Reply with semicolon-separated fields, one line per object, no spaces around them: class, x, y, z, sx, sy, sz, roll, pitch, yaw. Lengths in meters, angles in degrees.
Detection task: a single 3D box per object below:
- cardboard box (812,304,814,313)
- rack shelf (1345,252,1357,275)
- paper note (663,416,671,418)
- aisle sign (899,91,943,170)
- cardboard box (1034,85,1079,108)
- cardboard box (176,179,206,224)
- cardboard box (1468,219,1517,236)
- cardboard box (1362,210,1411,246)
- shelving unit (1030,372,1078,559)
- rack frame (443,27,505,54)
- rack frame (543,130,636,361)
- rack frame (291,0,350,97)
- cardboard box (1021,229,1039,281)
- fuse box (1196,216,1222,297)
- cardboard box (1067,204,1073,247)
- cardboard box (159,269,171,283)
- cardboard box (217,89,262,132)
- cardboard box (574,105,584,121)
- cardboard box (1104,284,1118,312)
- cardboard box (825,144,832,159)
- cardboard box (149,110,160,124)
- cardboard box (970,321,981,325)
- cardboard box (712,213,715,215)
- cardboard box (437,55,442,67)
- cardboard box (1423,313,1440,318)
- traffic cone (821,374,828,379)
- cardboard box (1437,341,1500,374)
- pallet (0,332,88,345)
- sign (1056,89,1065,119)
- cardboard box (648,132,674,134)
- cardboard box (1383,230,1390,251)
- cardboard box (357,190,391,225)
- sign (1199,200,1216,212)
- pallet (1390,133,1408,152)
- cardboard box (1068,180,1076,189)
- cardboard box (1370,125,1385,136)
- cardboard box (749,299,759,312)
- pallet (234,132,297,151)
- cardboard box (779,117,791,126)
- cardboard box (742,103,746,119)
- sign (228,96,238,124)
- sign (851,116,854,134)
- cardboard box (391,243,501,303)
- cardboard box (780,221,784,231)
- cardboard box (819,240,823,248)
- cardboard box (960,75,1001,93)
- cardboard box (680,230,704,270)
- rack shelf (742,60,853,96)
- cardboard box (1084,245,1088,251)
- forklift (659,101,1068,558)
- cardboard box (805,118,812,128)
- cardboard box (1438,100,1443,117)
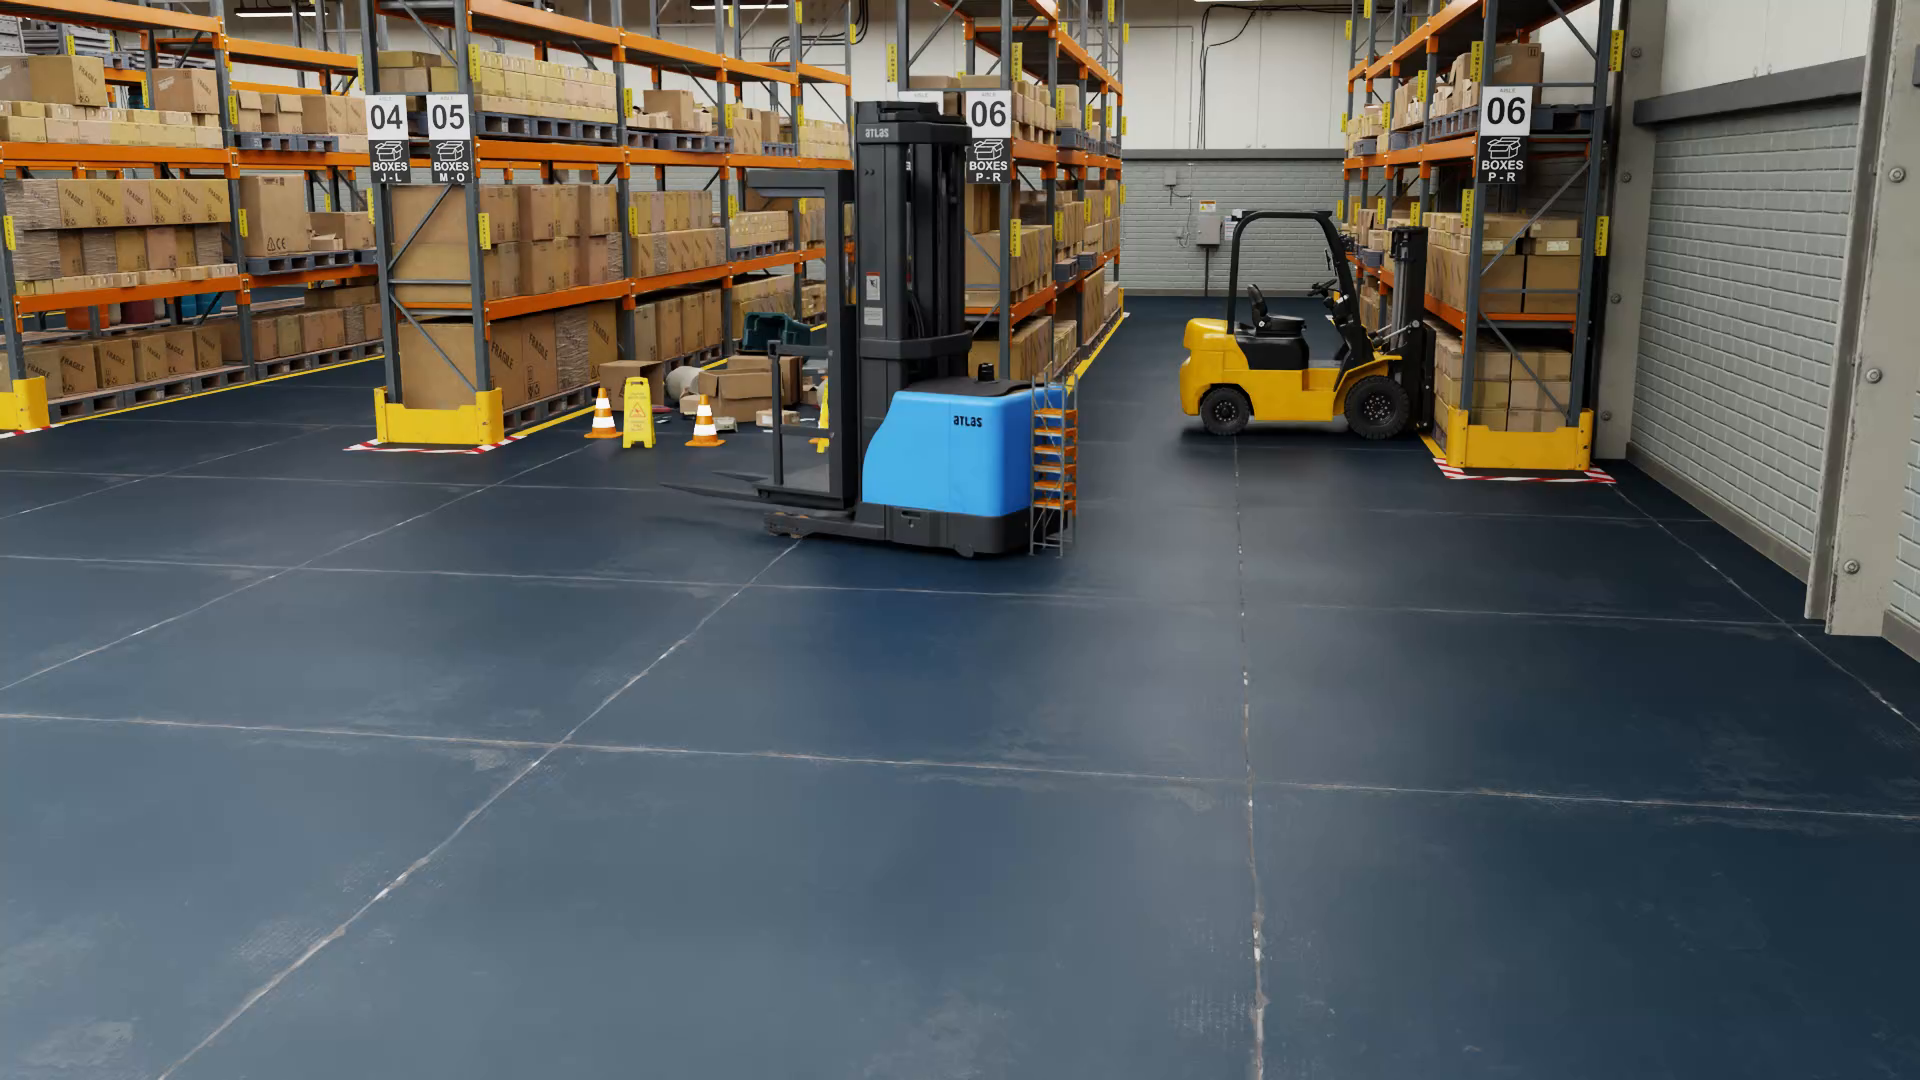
cardboard box;-2.718;-3.958;28.507;0.380;0.149;0.250;2;12;7
rack shelf;7.011;-4.683;27.809;1.077;0.370;4.000;2;12;9
paper note;-3.070;-1.289;17.449;0.032;0.001;0.123;10;15;38
aisle sign;-0.344;-3.547;14.662;0.394;0.787;0.004;2;12;9
cardboard box;1.120;-5.168;19.406;0.500;0.250;0.500;2;12;7
cardboard box;-9.097;-3.910;19.200;0.500;0.500;0.500;2;12;9
cardboard box;4.712;-2.765;14.720;0.380;0.149;0.250;2;12;9
cardboard box;6.207;-4.507;24.054;0.700;0.500;0.500;2;12;8
shelving unit;0.616;-0.491;10.924;0.258;1.200;0.189;7;14;29
rack frame;-7.994;-8.032;27.401;1.000;3.000;0.127;2;12;9
rack frame;-4.339;-3.252;19.463;1.000;3.000;0.127;2;12;9
rack frame;-12.273;-9.025;32.010;1.000;3.000;0.127;2;12;9
cardboard box;0.523;-2.884;16.812;0.500;0.500;0.500;2;12;7
fuse box;5.311;-6.057;35.536;0.539;1.711;0.414;2;12;9
cardboard box;1.089;-3.807;20.099;0.500;0.500;0.500;2;12;8
cardboard box;-9.208;-2.998;18.881;0.380;0.149;0.250;2;12;9
cardboard box;-9.054;-5.250;20.374;0.797;0.503;0.637;1;12;6
cardboard box;-4.235;-4.552;17.738;0.380;0.149;0.250;2;12;10
cardboard box;2.278;-4.232;29.095;0.875;0.438;0.875;2;12;10
cardboard box;-2.525;-6.719;28.787;0.500;0.250;0.500;2;12;11
cardboard box;-9.203;-4.727;18.598;0.380;0.149;0.250;2;12;11
cardboard box;0.016;-2.356;17.516;0.380;0.149;0.250;3;12;12
cardboard box;-3.900;-4.844;25.037;0.380;0.149;0.250;2;12;11
cardboard box;-5.158;-4.593;16.036;0.380;0.149;0.250;2;12;10
cardboard box;5.783;-2.424;20.260;0.875;0.625;0.625;1;12;6
traffic cone;-1.568;-2.269;20.922;0.336;0.463;0.334;2;12;9
cardboard box;4.693;-1.682;15.336;0.500;0.250;0.500;2;12;10
pallet;-13.661;-2.904;24.466;1.003;0.211;1.213;2;12;9
sign;1.105;-4.816;18.372;0.100;0.325;0.005;2;12;9
cardboard box;-4.053;-5.618;22.299;0.500;0.311;0.500;2;12;9
cardboard box;5.754;-3.873;21.512;0.500;0.250;0.500;2;12;9
cardboard box;-8.481;-4.957;24.757;0.797;0.503;0.637;2;12;11
sign;5.288;-7.135;35.522;0.339;0.242;0.001;2;12;9
pallet;6.072;-5.015;20.972;1.213;0.211;1.003;2;12;11
cardboard box;1.679;-5.758;26.943;0.380;0.149;0.250;2;12;10
cardboard box;6.053;-5.845;23.739;0.380;0.149;0.250;2;12;10
cardboard box;-3.289;-3.312;24.677;0.500;0.500;0.500;2;12;9
pallet;-9.024;-4.933;20.590;1.213;0.211;1.003;2;12;9
cardboard box;-2.825;-6.802;27.040;0.380;0.149;0.250;2;12;8
cardboard box;-3.310;-6.211;24.019;0.396;0.266;0.258;2;12;9
sign;-8.687;-5.137;19.861;0.100;0.325;0.005;2;12;9
sign;-1.948;-7.627;30.542;0.100;0.325;0.005;2;12;9
cardboard box;-4.942;-2.571;15.949;0.875;0.550;0.550;2;12;9
cardboard box;-3.014;-5.001;26.472;0.380;0.149;0.250;2;12;9
cardboard box;-2.587;-5.119;28.720;0.380;0.149;0.250;2;12;11
cardboard box;0.209;-4.081;14.892;0.380;0.149;0.250;2;12;8
cardboard box;-3.683;-3.823;21.876;0.500;0.500;0.500;2;12;8
rack shelf;-2.801;-7.913;28.566;1.077;0.370;4.000;2;12;9
cardboard box;1.507;-3.966;23.131;0.500;0.250;0.500;2;12;8
forklift;-0.779;-1.527;11.621;3.031;2.935;1.130;7;14;31
cardboard box;-2.682;-6.965;27.793;0.380;0.149;0.250;2;12;7
cardboard box;4.986;-4.307;16.599;0.380;0.149;0.250;2;12;10
